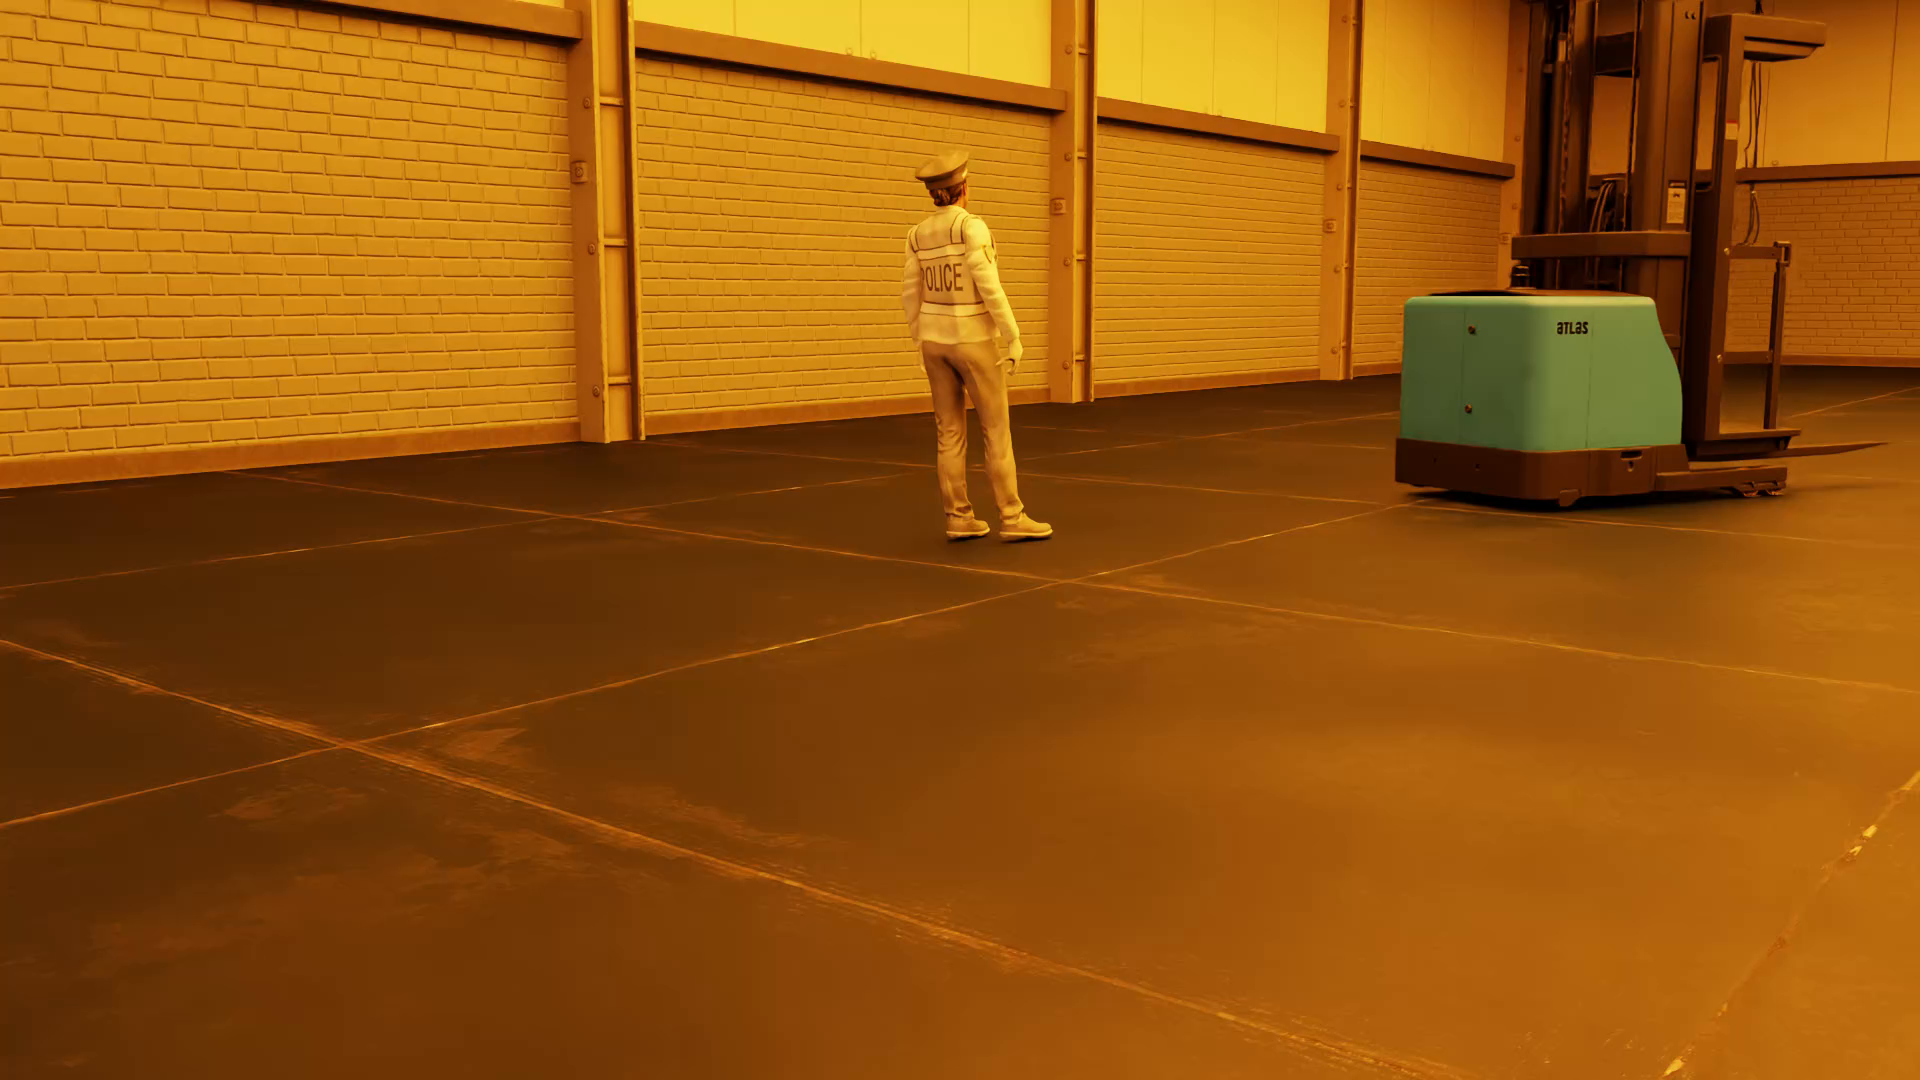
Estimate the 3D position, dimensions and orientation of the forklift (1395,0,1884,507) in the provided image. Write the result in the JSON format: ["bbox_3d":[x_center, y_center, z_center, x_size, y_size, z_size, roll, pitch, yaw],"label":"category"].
[{"bbox_3d":[3.928,-1.740,9.171,3.031,2.935,1.130,-4,9,-27],"label":"forklift"}]

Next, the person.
[{"bbox_3d":[0.048,-0.853,7.330,0.588,1.695,0.531,7,11,38],"label":"person"}]
